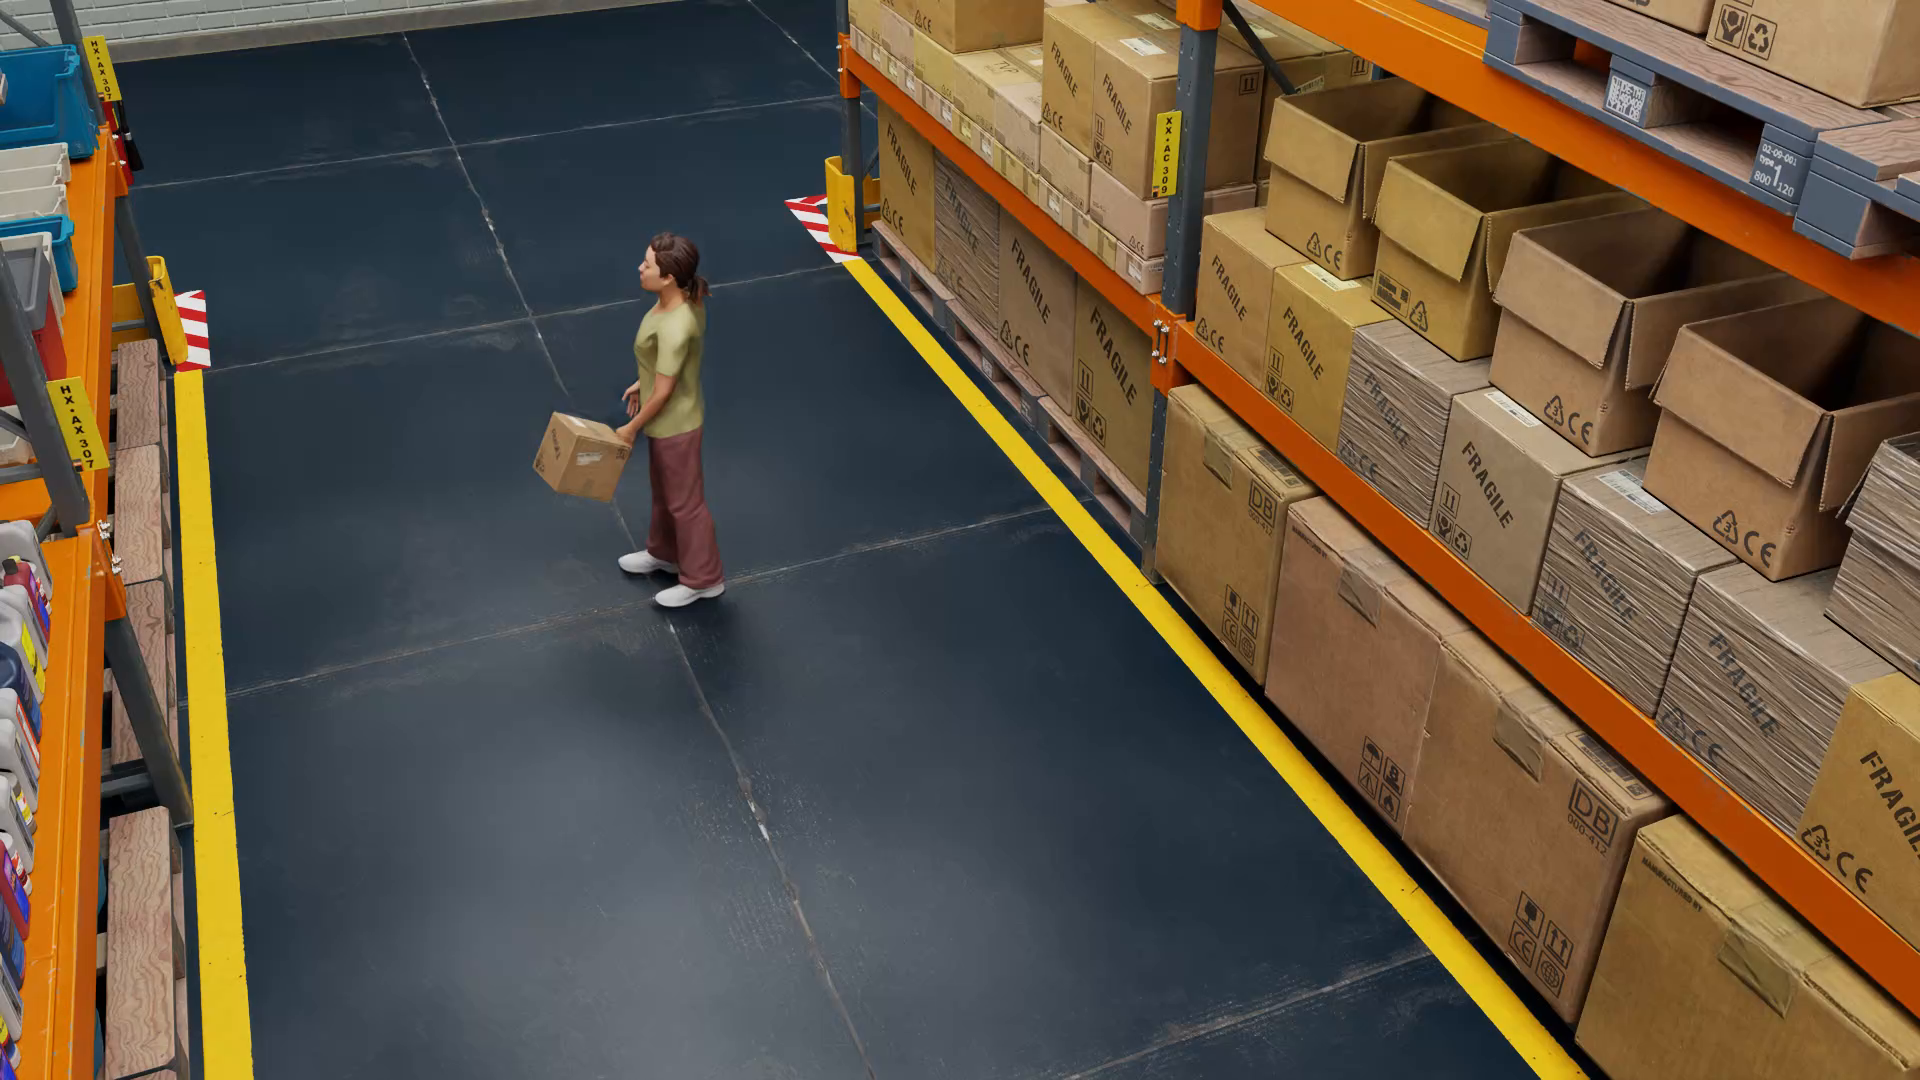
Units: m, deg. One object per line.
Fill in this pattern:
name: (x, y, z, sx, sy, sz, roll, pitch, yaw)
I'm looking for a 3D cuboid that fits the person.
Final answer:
person: (-1.241, -0.476, 6.853, 0.546, 1.671, 0.472, -2, 34, -3)
